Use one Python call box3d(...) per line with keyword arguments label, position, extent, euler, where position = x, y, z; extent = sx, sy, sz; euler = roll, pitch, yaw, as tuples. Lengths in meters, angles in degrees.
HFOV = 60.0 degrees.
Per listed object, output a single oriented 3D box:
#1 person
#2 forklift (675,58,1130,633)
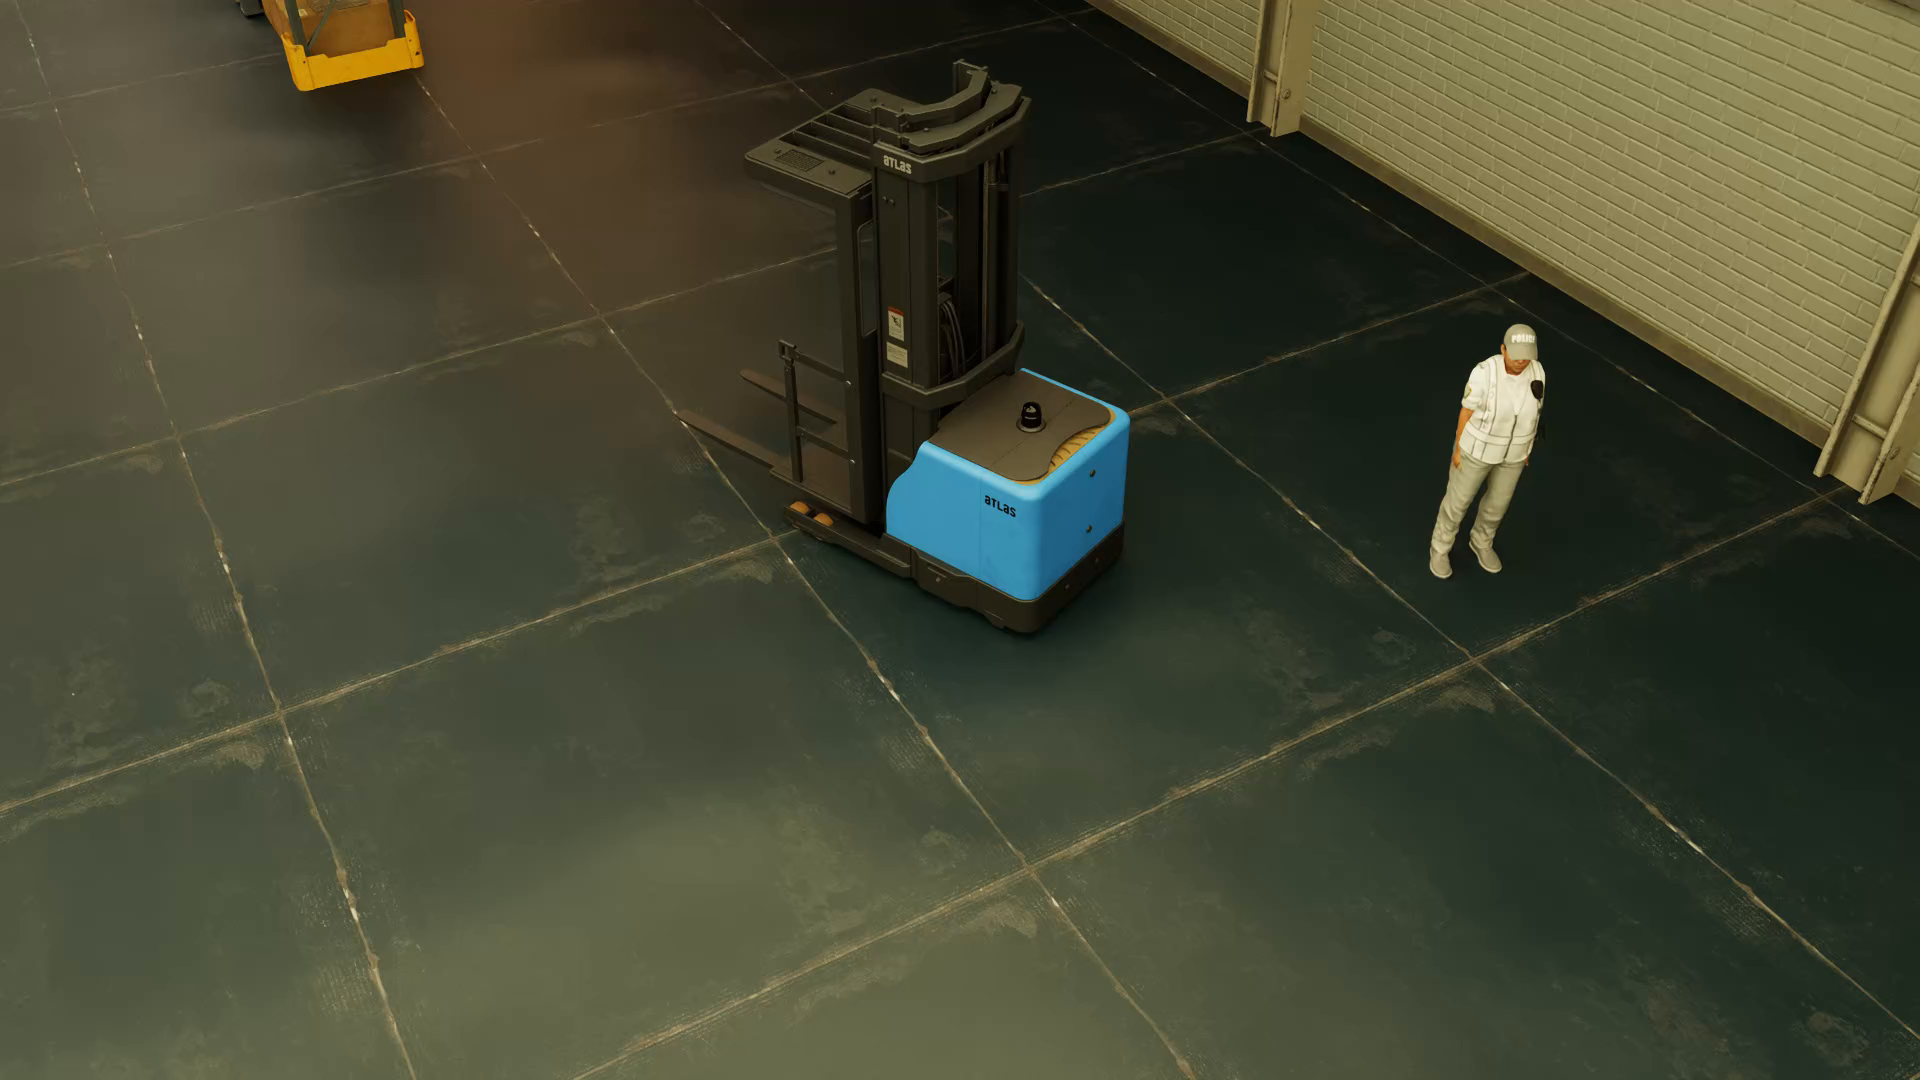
box3d(label="person", position=(3.090, -0.521, 9.660), extent=(0.481, 1.669, 0.390), euler=(-4, 40, -5))
box3d(label="forklift", position=(-0.481, -1.366, 9.683), extent=(3.031, 2.935, 1.130), euler=(26, 46, 28))
